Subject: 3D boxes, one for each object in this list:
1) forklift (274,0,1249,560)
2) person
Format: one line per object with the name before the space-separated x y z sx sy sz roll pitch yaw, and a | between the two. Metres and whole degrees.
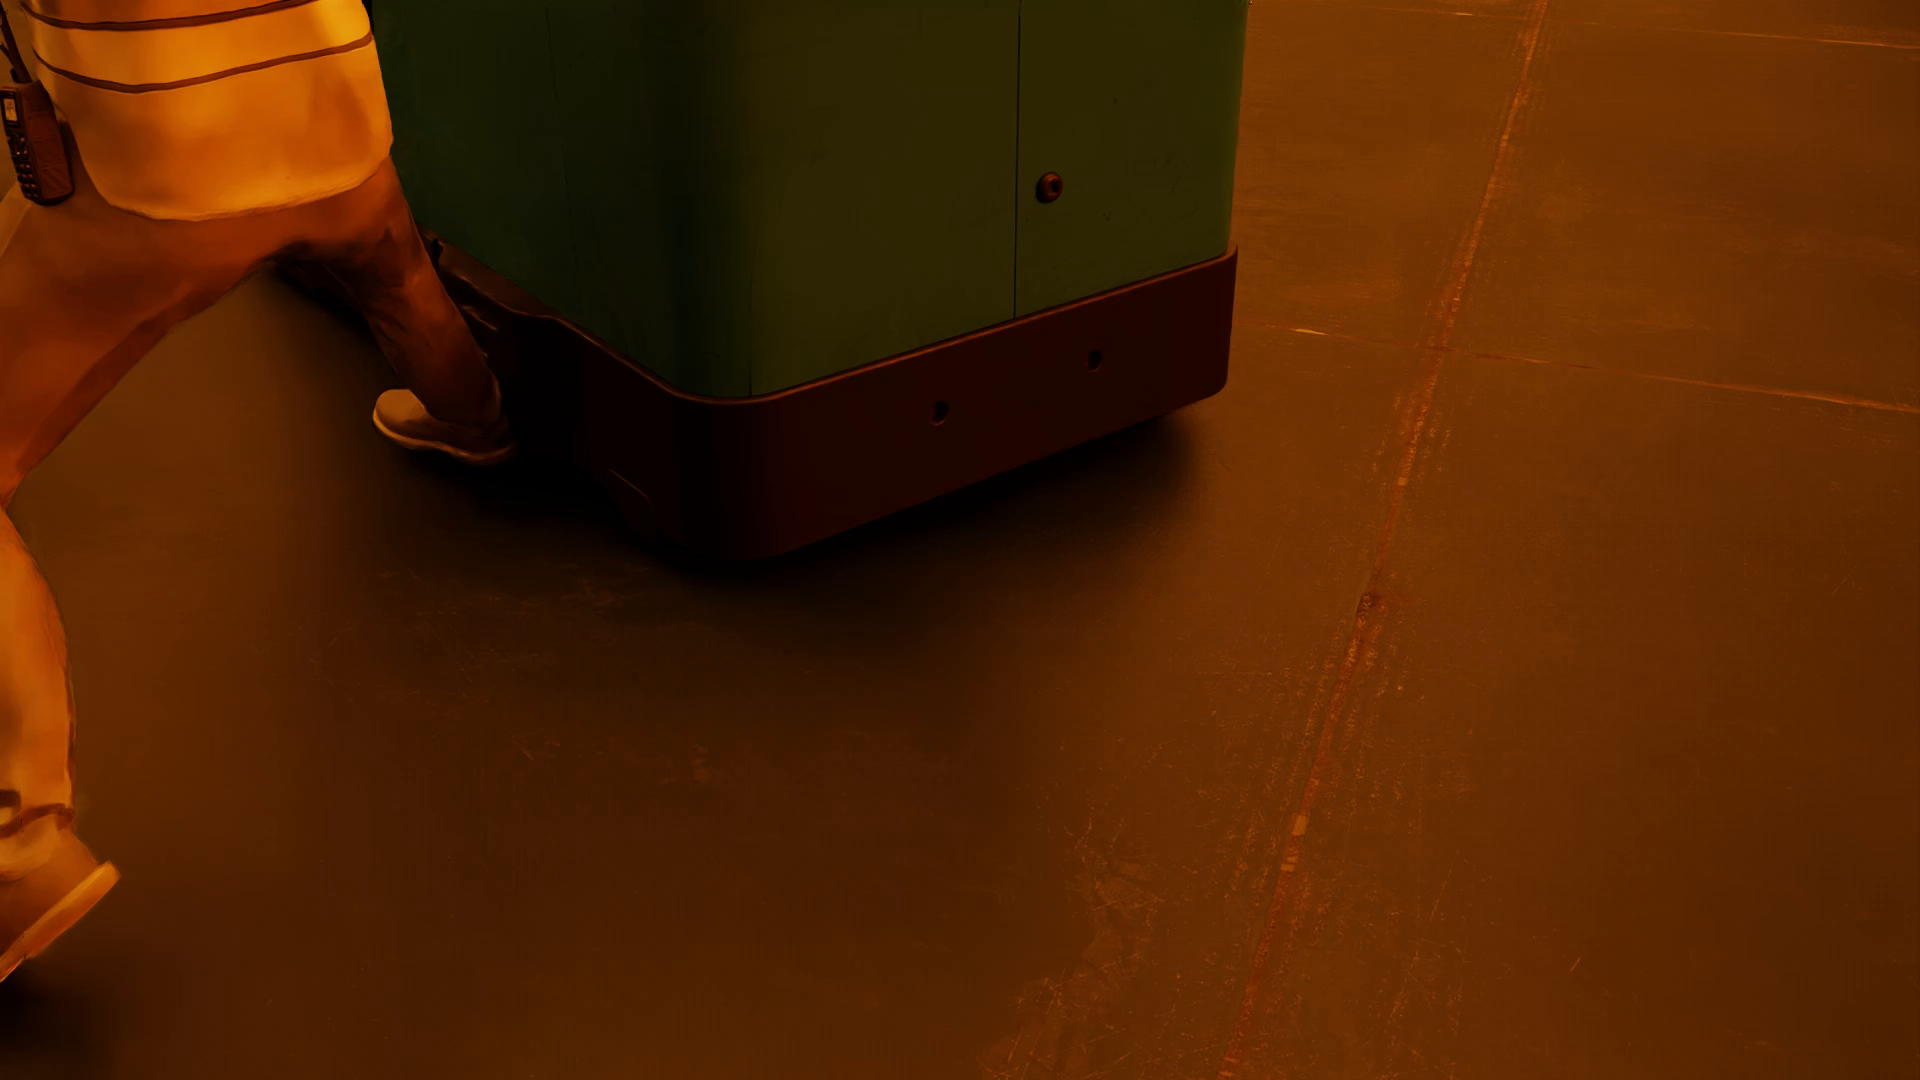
forklift | -0.852 -1.908 2.895 1.130 2.935 3.031 -21 36 -33
person | -0.937 -0.469 1.846 0.917 1.497 1.160 23 37 35
